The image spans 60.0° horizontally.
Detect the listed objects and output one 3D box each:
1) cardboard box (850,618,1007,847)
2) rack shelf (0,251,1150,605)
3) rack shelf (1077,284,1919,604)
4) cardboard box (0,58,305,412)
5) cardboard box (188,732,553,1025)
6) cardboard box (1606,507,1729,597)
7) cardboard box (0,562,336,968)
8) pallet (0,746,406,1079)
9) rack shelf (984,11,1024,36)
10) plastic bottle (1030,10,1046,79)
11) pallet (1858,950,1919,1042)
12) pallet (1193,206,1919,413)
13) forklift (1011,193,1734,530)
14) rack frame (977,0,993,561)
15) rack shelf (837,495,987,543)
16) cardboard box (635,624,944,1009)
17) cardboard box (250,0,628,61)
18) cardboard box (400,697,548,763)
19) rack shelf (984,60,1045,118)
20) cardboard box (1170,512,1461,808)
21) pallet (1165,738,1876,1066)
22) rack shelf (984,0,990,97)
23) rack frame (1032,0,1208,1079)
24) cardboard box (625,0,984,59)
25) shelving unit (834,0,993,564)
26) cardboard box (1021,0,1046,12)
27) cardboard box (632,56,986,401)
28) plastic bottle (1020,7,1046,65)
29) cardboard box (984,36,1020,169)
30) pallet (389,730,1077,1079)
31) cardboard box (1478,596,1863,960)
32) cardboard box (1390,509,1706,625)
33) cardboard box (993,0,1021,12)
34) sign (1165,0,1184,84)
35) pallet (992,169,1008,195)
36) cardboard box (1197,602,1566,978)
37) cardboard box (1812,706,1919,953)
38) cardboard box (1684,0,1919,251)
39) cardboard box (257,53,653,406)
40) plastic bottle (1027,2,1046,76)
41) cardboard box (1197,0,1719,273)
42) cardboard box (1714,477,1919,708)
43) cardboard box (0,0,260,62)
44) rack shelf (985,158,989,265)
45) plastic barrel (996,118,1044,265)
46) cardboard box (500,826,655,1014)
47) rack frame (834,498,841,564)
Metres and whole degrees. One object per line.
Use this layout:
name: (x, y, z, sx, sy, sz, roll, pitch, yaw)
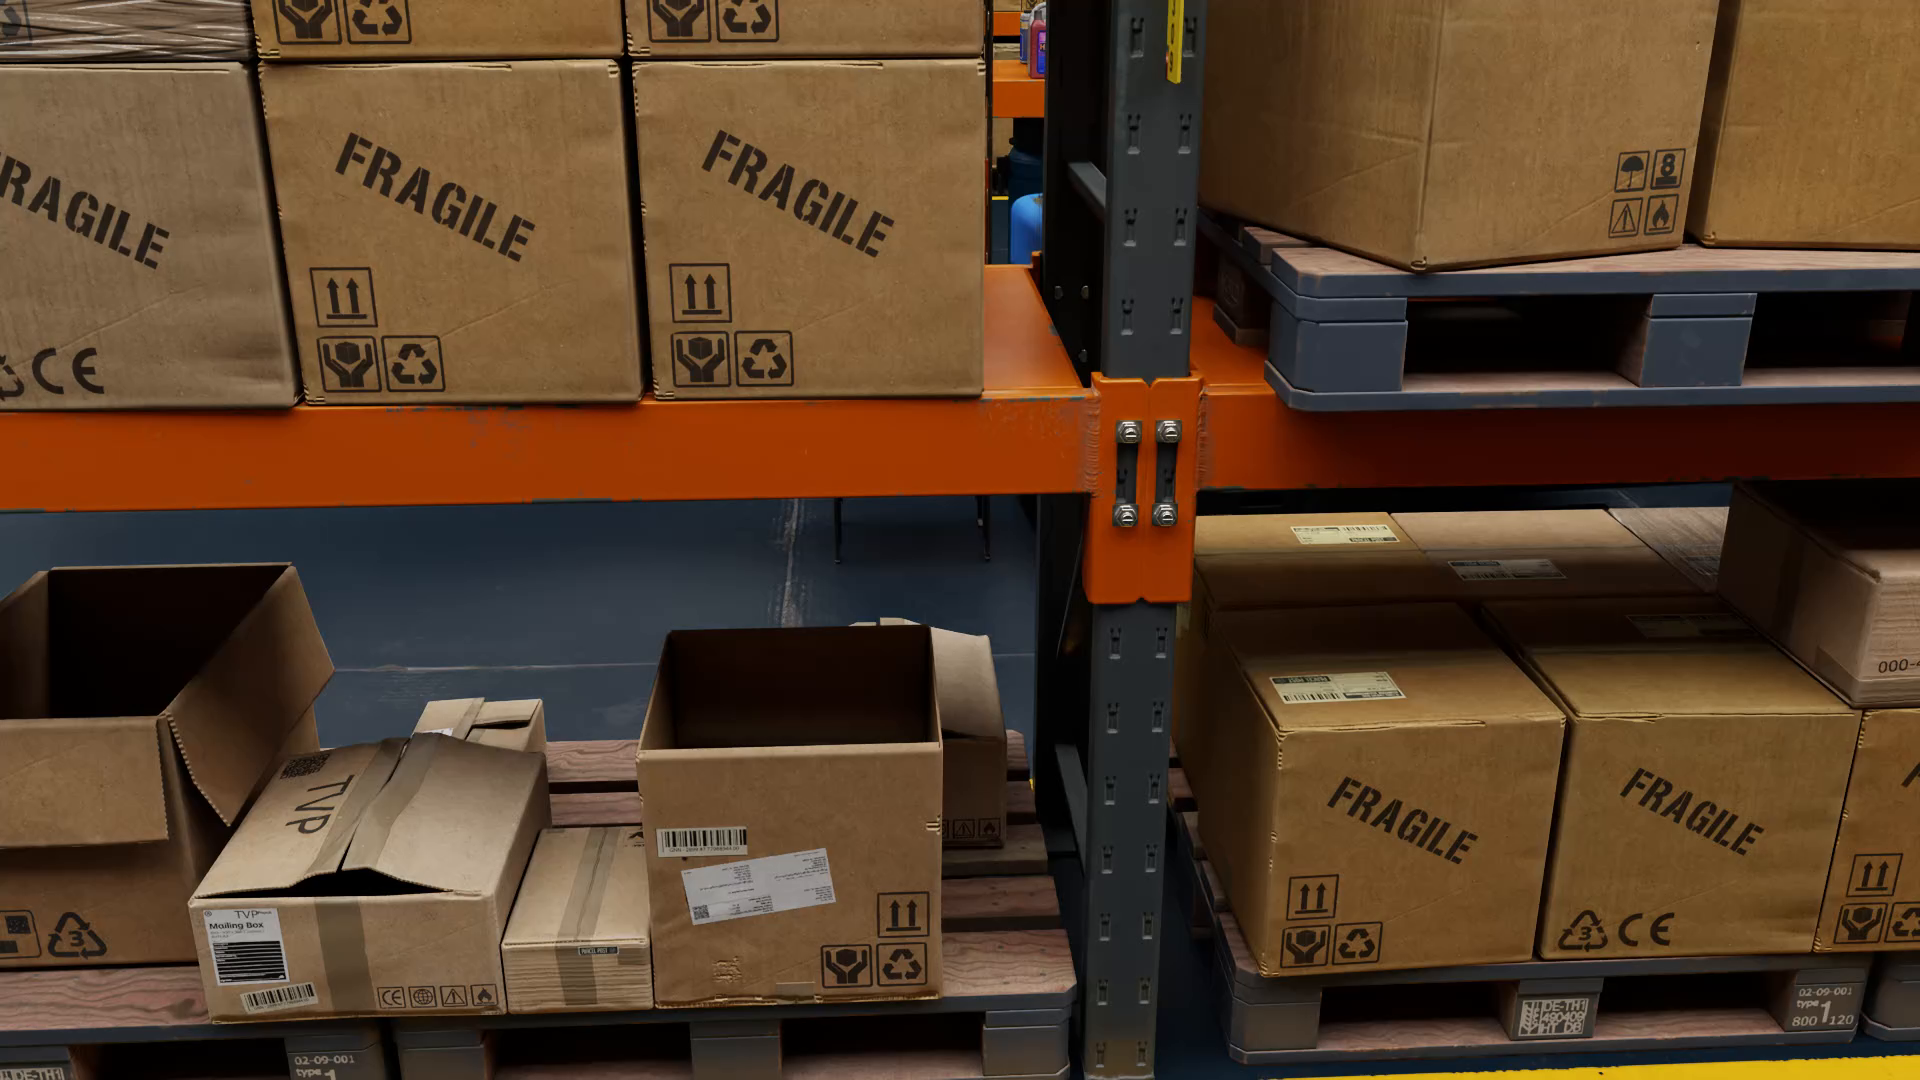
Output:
cardboard box: (-0.170, 0.394, 3.532, 0.500, 0.311, 0.500, -1, 21, -3)
rack shelf: (-1.735, -0.212, 2.974, 4.000, 0.370, 1.077, -1, 21, -3)
rack shelf: (2.258, -0.293, 3.187, 4.000, 0.370, 1.077, -1, 21, -3)
cardboard box: (-1.250, -0.512, 2.610, 0.500, 0.500, 0.500, -1, 21, -2)
cardboard box: (-1.040, 0.590, 3.017, 0.500, 0.311, 0.500, -1, 21, -3)
cardboard box: (1.732, 0.245, 3.658, 0.500, 0.500, 0.500, -1, 21, -2)
cardboard box: (-1.614, 0.412, 3.213, 0.637, 0.503, 0.797, -1, 21, -3)
pallet: (-1.645, 0.754, 3.345, 1.213, 0.211, 1.003, -1, 21, -3)
rack shelf: (1.696, -3.813, 12.430, 4.000, 0.370, 1.077, -1, 21, -3)
plastic bottle: (0.373, -2.150, 7.217, 0.133, 0.283, 0.061, -1, 21, -3)
pallet: (2.292, 0.658, 3.595, 1.213, 0.211, 1.003, -1, 21, -3)
pallet: (1.065, -0.477, 2.927, 1.213, 0.211, 1.003, -1, 21, -3)
forklift: (1.724, -1.478, 5.382, 3.031, 2.935, 1.130, -3, 21, -8)
rack frame: (0.078, -0.983, 5.252, 0.015, 2.100, 0.400, -1, 21, -3)
rack shelf: (-0.165, -0.311, 5.492, 0.480, 0.518, 0.431, -1, 21, -3)
cardboard box: (-0.291, 0.486, 3.024, 0.500, 0.500, 0.500, -1, 21, -3)
cardboard box: (-0.740, -0.989, 2.458, 0.500, 0.500, 0.500, -2, 21, -4)
cardboard box: (-1.033, 0.482, 3.502, 0.250, 0.166, 0.380, -1, 21, -3)
rack shelf: (1.979, -2.053, 7.809, 4.000, 0.370, 1.077, -1, 21, -3)
cardboard box: (0.738, 0.262, 3.613, 0.500, 0.500, 0.500, -1, 21, -3)
pallet: (1.071, 0.684, 3.527, 1.213, 0.211, 1.003, -1, 21, -3)
rack shelf: (-0.165, -1.619, 4.994, 0.480, 0.518, 0.431, -1, 21, -3)
rack frame: (0.261, -0.589, 2.952, 0.127, 3.000, 1.000, -1, 21, -3)
cardboard box: (-0.229, -1.001, 2.488, 0.500, 0.500, 0.500, -1, 21, -3)
shelving unit: (-0.165, -0.978, 5.239, 0.503, 2.100, 0.431, -1, 21, -3)
cardboard box: (0.675, -4.086, 11.997, 0.500, 0.500, 0.500, -1, 21, -3)
cardboard box: (-0.223, -0.534, 2.669, 0.500, 0.500, 0.500, -1, 21, -2)
plastic bottle: (0.357, -2.414, 7.919, 0.135, 0.276, 0.152, -1, 21, -3)
cardboard box: (0.337, -3.332, 12.552, 0.875, 0.875, 1.225, -1, 21, -3)
pallet: (-0.424, 0.728, 3.413, 1.213, 0.211, 1.003, -1, 21, -3)
cardboard box: (1.290, 0.436, 3.156, 0.500, 0.500, 0.500, -1, 21, -2)
cardboard box: (1.232, 0.255, 3.631, 0.500, 0.500, 0.500, -1, 21, -3)
cardboard box: (0.173, -4.075, 11.969, 0.500, 0.500, 0.500, -1, 21, -3)
sign: (0.300, -0.801, 2.292, 0.005, 0.325, 0.100, -1, 21, -3)
pallet: (0.466, -2.847, 12.803, 1.213, 0.211, 1.003, -1, 21, -3)
cardboard box: (0.758, 0.450, 3.117, 0.500, 0.500, 0.500, -2, 21, -5)
cardboard box: (1.789, 0.428, 3.176, 0.500, 0.500, 0.500, -1, 21, -2)
cardboard box: (1.430, -0.799, 2.772, 0.500, 0.500, 0.700, 2, 21, 6)
cardboard box: (-0.738, -0.524, 2.640, 0.500, 0.500, 0.500, -1, 21, -2)
plastic bottle: (0.393, -2.218, 7.302, 0.185, 0.351, 0.144, -1, 21, -3)
cardboard box: (0.747, -0.762, 2.676, 0.500, 0.500, 0.700, -9, 22, -21)
cardboard box: (1.757, 0.080, 3.037, 0.500, 0.250, 0.500, -1, 21, -3)
cardboard box: (-1.243, -0.979, 2.432, 0.500, 0.500, 0.500, -1, 21, -3)
rack shelf: (-0.165, -0.965, 5.243, 0.480, 0.518, 0.431, -1, 21, -3)
plastic barrel: (0.526, -1.569, 7.886, 0.708, 0.901, 0.600, -1, 21, -3)
cardboard box: (-0.662, 0.679, 3.010, 0.250, 0.149, 0.380, -1, 21, -3)
rack frame: (-0.409, -0.973, 5.226, 0.015, 2.100, 0.400, -1, 21, -3)
